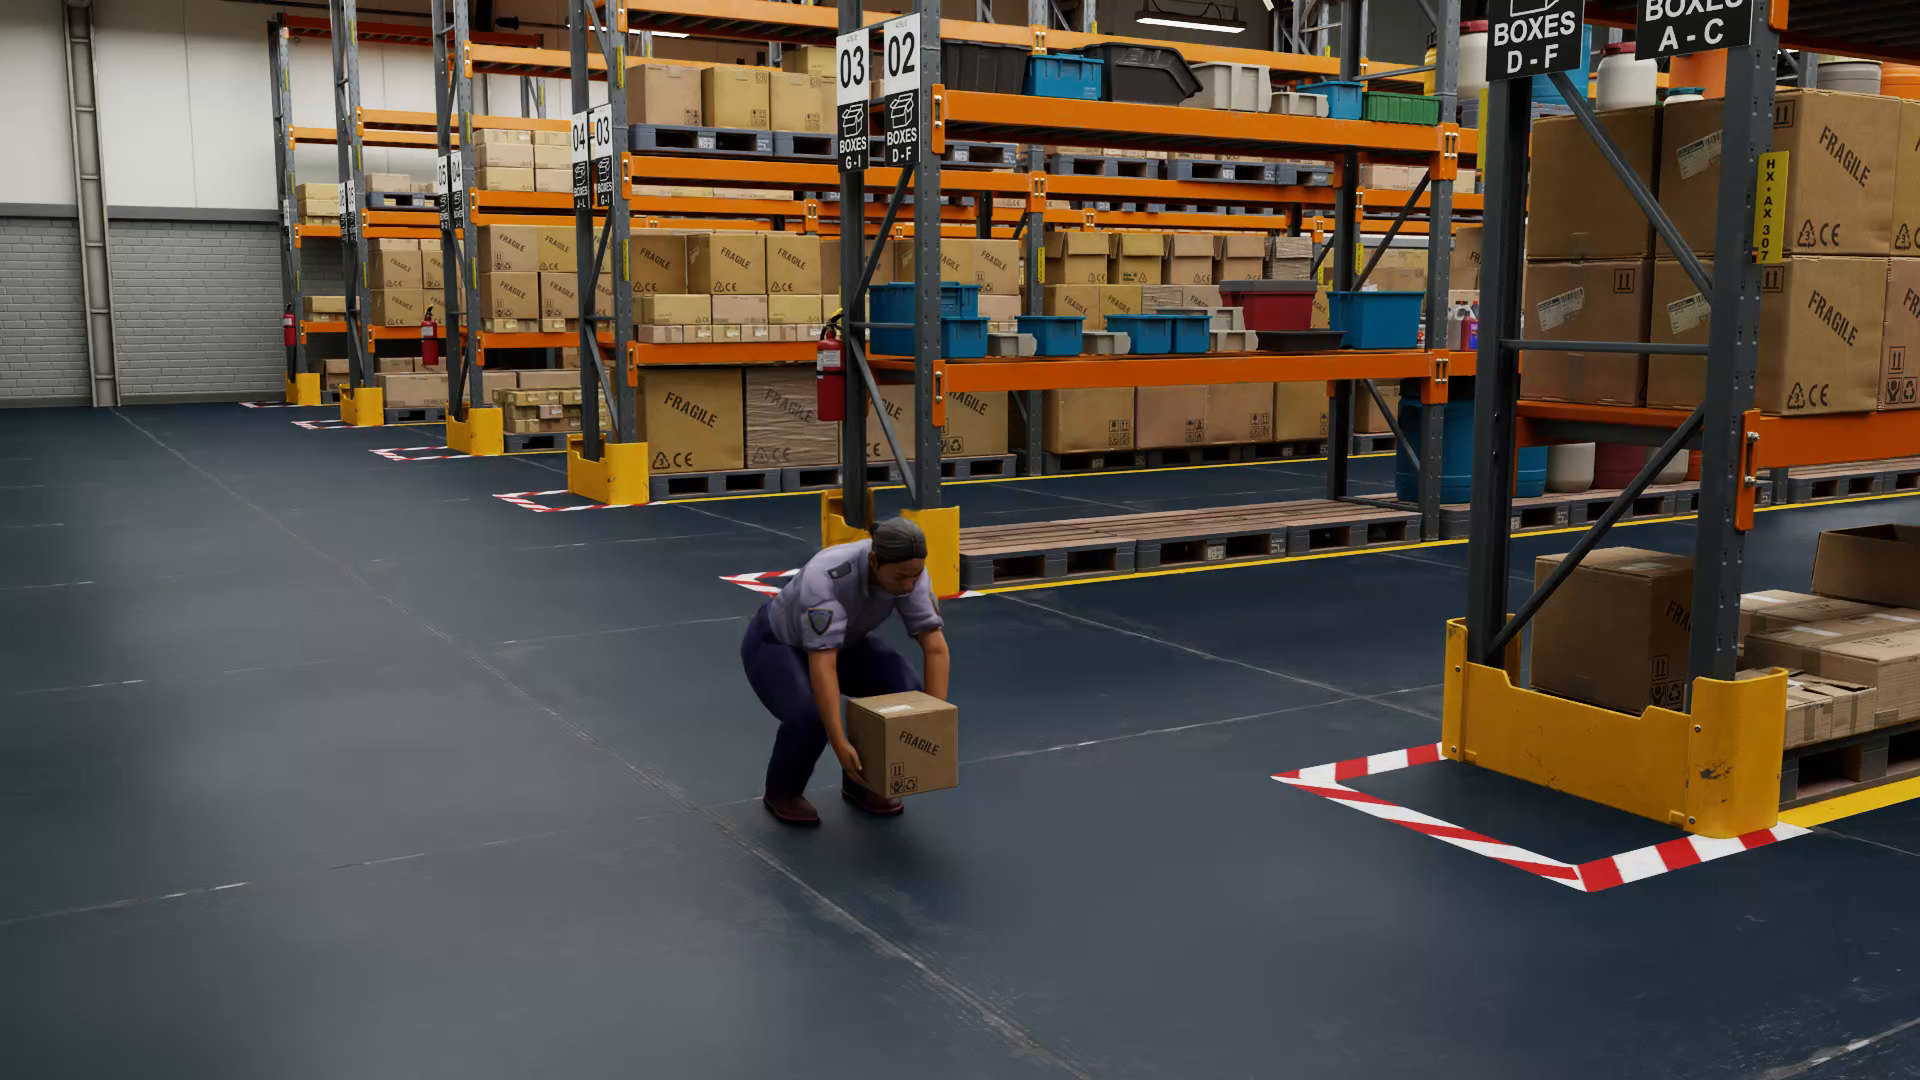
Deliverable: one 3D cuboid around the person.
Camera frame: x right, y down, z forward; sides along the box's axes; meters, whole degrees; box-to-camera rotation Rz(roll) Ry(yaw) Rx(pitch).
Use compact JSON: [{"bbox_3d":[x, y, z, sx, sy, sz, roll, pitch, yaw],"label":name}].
[{"bbox_3d":[-0.365,0.398,5.369,0.530,1.013,0.802,-5,10,-31],"label":"person"}]
